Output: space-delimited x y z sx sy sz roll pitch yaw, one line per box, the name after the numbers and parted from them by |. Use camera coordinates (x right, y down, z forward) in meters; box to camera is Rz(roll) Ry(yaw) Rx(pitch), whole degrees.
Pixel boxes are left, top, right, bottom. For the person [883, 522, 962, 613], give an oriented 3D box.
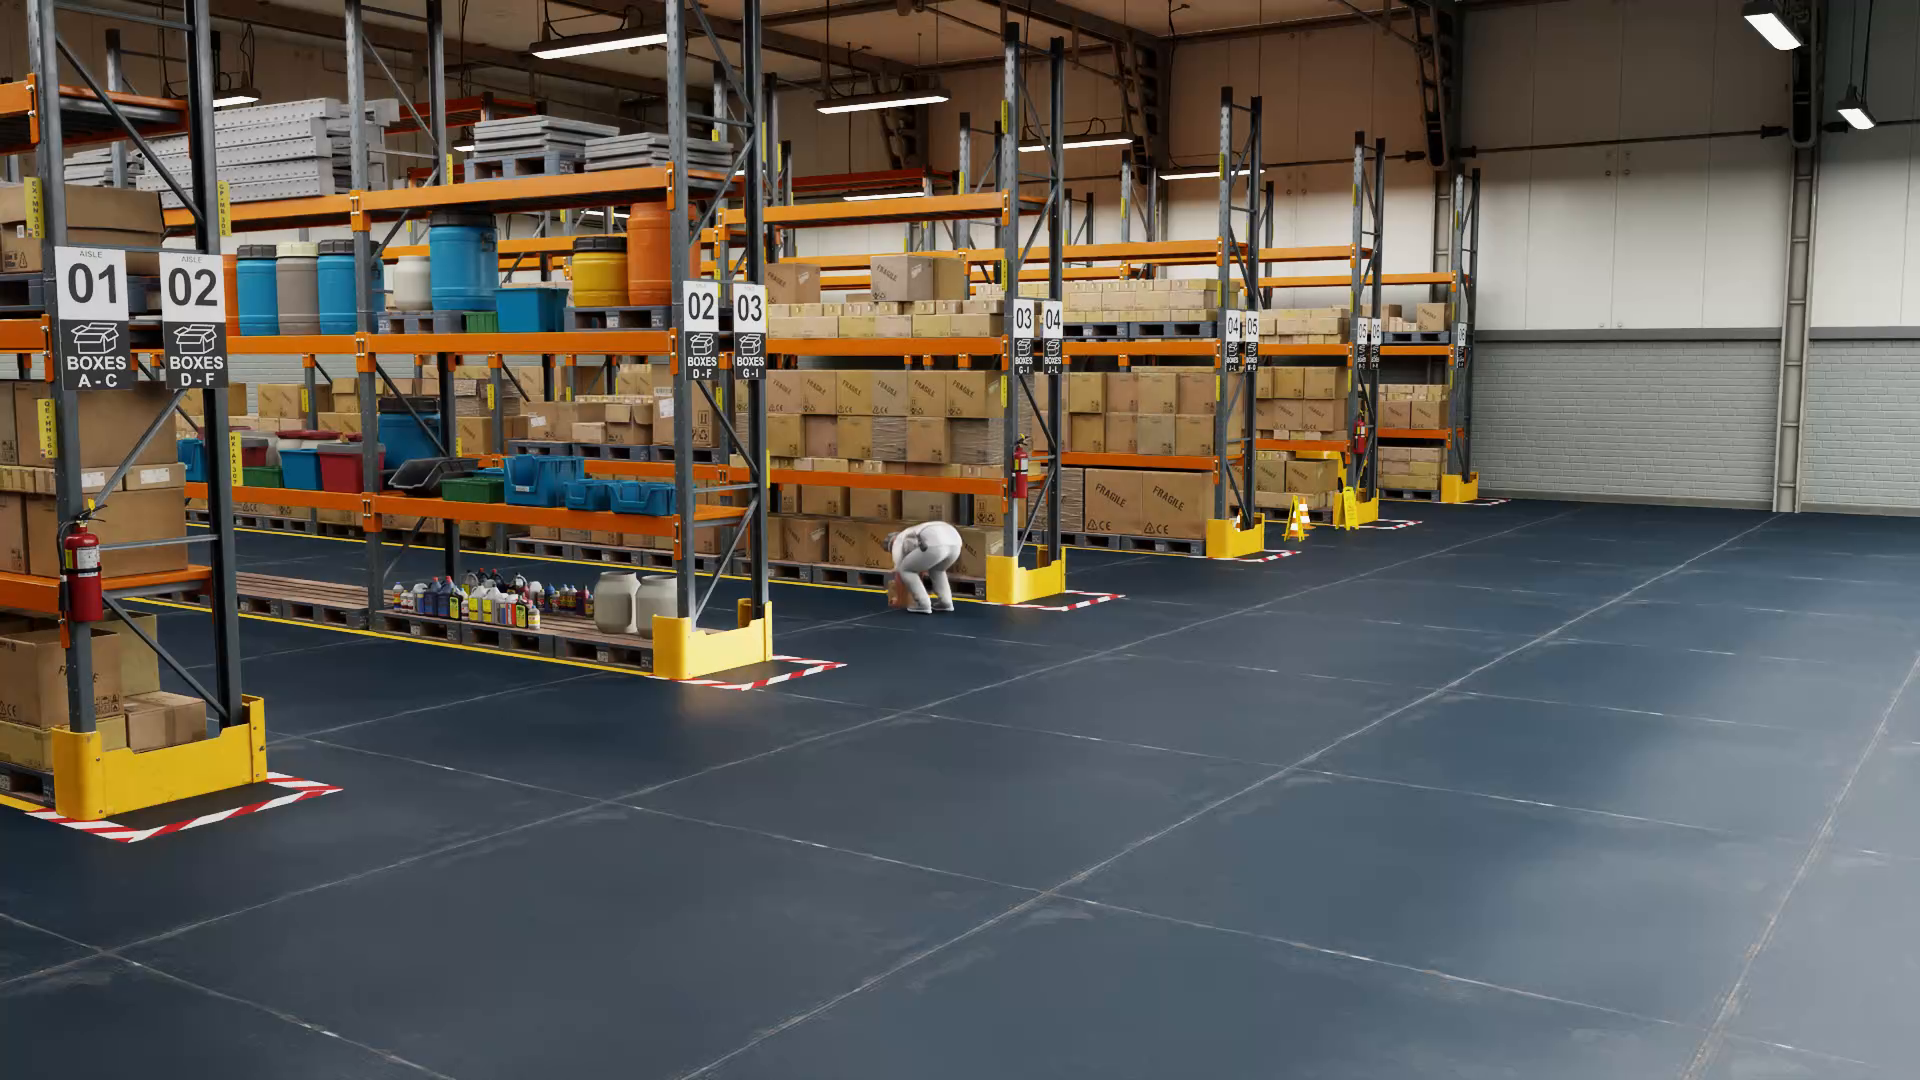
-0.410 0.263 17.148 0.544 0.928 1.023 -5 8 -38 | person
